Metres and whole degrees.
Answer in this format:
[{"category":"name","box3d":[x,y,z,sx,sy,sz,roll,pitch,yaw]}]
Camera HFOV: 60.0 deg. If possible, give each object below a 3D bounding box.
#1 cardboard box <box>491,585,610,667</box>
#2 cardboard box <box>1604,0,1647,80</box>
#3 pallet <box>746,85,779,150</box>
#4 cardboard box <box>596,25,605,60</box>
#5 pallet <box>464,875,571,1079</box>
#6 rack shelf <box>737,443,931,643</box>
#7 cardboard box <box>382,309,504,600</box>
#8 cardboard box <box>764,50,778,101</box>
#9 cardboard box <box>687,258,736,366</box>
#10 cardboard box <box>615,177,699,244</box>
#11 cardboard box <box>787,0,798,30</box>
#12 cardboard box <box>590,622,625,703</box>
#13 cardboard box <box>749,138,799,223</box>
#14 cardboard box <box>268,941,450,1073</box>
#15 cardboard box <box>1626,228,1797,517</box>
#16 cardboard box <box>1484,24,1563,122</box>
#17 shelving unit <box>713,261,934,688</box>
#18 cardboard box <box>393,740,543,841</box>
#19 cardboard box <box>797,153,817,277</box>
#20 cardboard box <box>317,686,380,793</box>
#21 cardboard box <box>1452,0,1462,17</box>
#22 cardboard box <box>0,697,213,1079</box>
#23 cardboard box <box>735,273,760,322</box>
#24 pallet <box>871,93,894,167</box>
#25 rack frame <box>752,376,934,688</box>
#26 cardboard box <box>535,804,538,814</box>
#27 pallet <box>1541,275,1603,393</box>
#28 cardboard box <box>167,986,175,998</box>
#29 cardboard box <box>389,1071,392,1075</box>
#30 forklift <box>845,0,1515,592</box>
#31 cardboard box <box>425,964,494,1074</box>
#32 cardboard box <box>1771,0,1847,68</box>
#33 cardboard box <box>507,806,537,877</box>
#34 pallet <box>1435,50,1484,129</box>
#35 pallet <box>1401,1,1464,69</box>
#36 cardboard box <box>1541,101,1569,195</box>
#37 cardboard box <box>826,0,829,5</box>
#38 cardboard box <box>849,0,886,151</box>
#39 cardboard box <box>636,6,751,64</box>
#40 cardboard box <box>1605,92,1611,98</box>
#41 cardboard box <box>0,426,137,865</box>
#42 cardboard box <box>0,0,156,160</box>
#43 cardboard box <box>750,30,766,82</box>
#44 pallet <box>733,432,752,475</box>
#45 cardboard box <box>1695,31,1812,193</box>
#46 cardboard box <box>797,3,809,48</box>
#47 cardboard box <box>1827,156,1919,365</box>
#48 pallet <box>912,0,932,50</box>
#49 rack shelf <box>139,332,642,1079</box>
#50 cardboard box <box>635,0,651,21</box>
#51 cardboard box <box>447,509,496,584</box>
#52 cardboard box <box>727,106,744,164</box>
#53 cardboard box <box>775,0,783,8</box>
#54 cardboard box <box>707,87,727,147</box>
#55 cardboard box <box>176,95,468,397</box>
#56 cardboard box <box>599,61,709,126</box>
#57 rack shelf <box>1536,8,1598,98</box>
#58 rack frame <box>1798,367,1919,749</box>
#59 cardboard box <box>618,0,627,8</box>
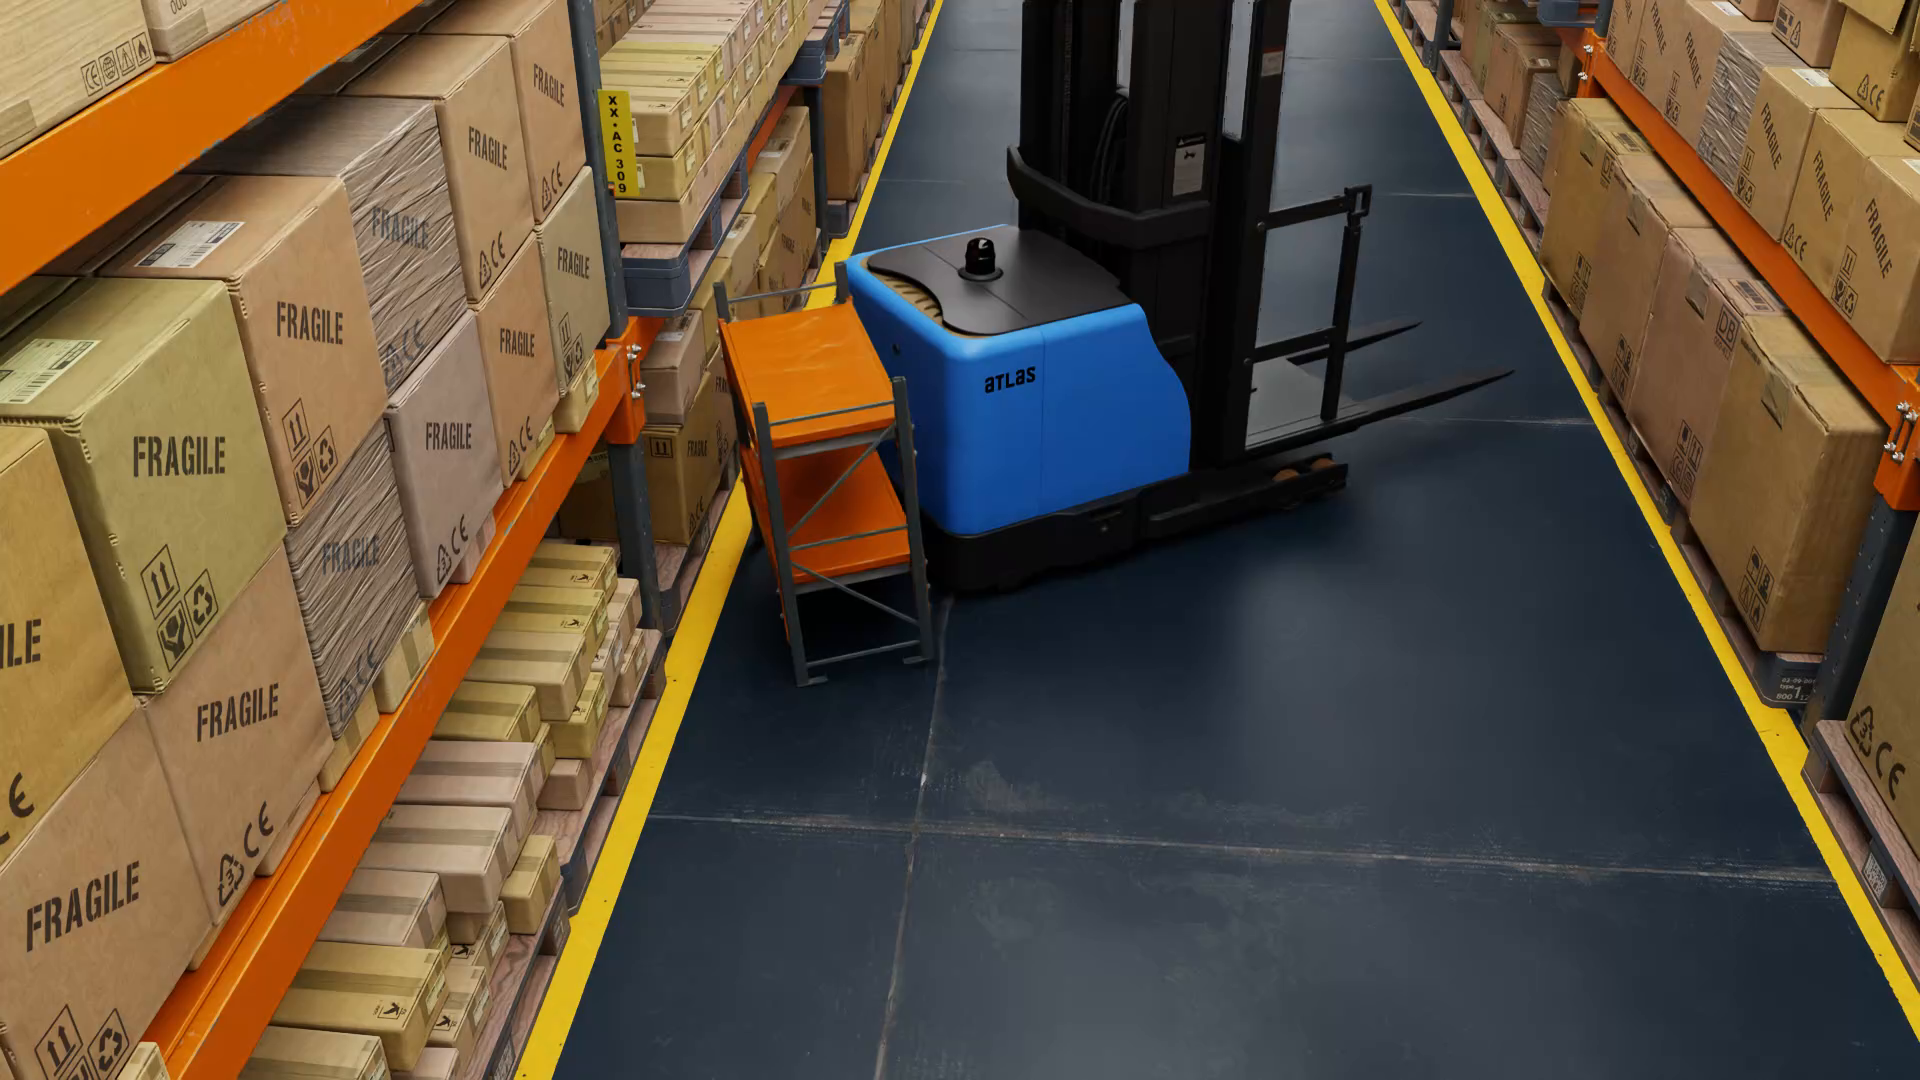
[{"category":"cardboard box","box3d":[-1.321,0.273,5.198,0.380,0.149,0.250,3,32,5]},{"category":"cardboard box","box3d":[3.380,-2.468,7.800,0.500,0.500,0.500,3,32,5]},{"category":"pallet","box3d":[-1.365,-1.814,7.017,1.003,0.211,1.213,2,32,4]},{"category":"cardboard box","box3d":[-1.631,-1.945,6.603,0.380,0.149,0.250,3,32,4]},{"category":"pallet","box3d":[-1.686,1.339,4.377,1.003,0.211,1.213,2,32,4]},{"category":"rack shelf","box3d":[-0.486,-0.057,6.197,0.538,0.278,1.000,-11,33,-10]},{"category":"cardboard box","box3d":[-1.413,-0.214,3.859,0.500,0.500,0.500,2,32,4]},{"category":"cardboard box","box3d":[-0.955,-1.914,6.835,0.380,0.149,0.250,1,32,2]},{"category":"cardboard box","box3d":[-1.206,-0.928,6.665,0.500,0.250,0.500,3,32,5]},{"category":"cardboard box","box3d":[-1.079,-1.099,5.513,0.380,0.149,0.250,1,32,2]},{"category":"cardboard box","box3d":[-0.913,-2.315,7.203,0.380,0.149,0.250,2,32,4]},{"category":"cardboard box","box3d":[-1.288,0.388,5.295,0.380,0.149,0.250,1,32,2]},{"category":"cardboard box","box3d":[-1.069,-1.733,7.970,0.500,0.250,0.500,3,32,5]},{"category":"cardboard box","box3d":[-1.427,1.084,3.882,0.380,0.149,0.250,3,32,5]},{"category":"cardboard box","box3d":[3.469,-0.653,6.576,1.225,0.875,0.875,1,32,2]},{"category":"cardboard box","box3d":[3.842,-3.021,10.757,0.700,0.500,0.500,0,32,0]},{"category":"shelving unit","box3d":[-0.504,-0.262,6.065,0.538,1.125,1.048,-11,33,-10]},{"category":"cardboard box","box3d":[-1.363,0.682,4.535,0.380,0.149,0.250,1,32,2]},{"category":"cardboard box","box3d":[-1.037,-1.692,8.618,0.500,0.500,0.500,2,32,4]},{"category":"cardboard box","box3d":[-1.466,0.384,3.507,0.380,0.149,0.250,4,32,6]},{"category":"cardboard box","box3d":[4.128,-4.381,12.983,0.500,0.500,0.500,13,34,19]},{"category":"cardboard box","box3d":[-1.566,0.578,2.575,0.500,0.500,0.500,3,32,4]},{"category":"cardboard box","box3d":[-1.175,-0.882,7.304,0.500,0.500,0.500,3,32,5]},{"category":"pallet","box3d":[-1.003,-2.791,11.077,1.003,0.211,1.213,2,32,4]},{"category":"rack frame","box3d":[-0.379,-0.005,5.645,0.500,1.125,0.032,-11,33,-10]},{"category":"cardboard box","box3d":[-1.467,0.819,4.878,0.380,0.149,0.250,2,32,3]},{"category":"pallet","box3d":[3.552,-1.072,8.288,1.003,0.211,1.213,2,32,4]},{"category":"cardboard box","box3d":[-1.603,0.788,2.852,0.380,0.149,0.250,4,32,6]},{"category":"cardboard box","box3d":[-1.550,1.208,3.965,0.380,0.149,0.250,4,32,7]},{"category":"forklift","box3d":[1.050,-1.600,6.553,3.031,2.935,1.130,-16,35,-25]},{"category":"cardboard box","box3d":[-1.421,1.216,4.235,0.380,0.149,0.250,2,32,4]},{"category":"cardboard box","box3d":[3.511,-2.064,6.189,0.797,0.503,0.637,3,32,6]},{"category":"cardboard box","box3d":[-1.412,0.790,4.643,0.380,0.149,0.250,3,32,5]},{"category":"pallet","box3d":[3.955,-3.165,11.685,1.003,0.211,1.213,2,32,4]},{"category":"pallet","box3d":[4.036,-3.925,12.918,1.003,0.211,1.213,2,32,4]},{"category":"cardboard box","box3d":[3.726,-2.142,9.330,0.700,0.500,0.500,1,32,1]},{"category":"cardboard box","box3d":[-0.826,-2.727,8.155,0.380,0.149,0.250,3,32,5]},{"category":"cardboard box","box3d":[-1.037,-2.925,10.382,1.050,0.750,0.750,3,32,5]},{"category":"cardboard box","box3d":[-0.996,-1.897,6.241,0.380,0.149,0.250,2,32,4]},{"category":"cardboard box","box3d":[3.716,-2.462,9.134,0.500,0.250,0.500,4,32,6]},{"category":"cardboard box","box3d":[-1.560,0.168,2.286,0.500,0.500,0.500,3,32,5]},{"category":"cardboard box","box3d":[-1.528,-0.731,2.361,0.500,0.250,0.500,1,32,2]},{"category":"cardboard box","box3d":[-0.978,-1.912,6.549,0.380,0.149,0.250,2,32,3]},{"category":"pallet","box3d":[-1.411,-0.701,7.686,1.003,0.211,1.213,2,32,4]},{"category":"cardboard box","box3d":[3.260,-1.669,6.503,0.500,0.500,0.500,3,32,4]},{"category":"cardboard box","box3d":[-0.893,-2.332,7.515,0.380,0.149,0.250,2,32,3]},{"category":"cardboard box","box3d":[3.131,-0.875,5.215,0.500,0.500,0.500,3,32,4]},{"category":"pallet","box3d":[-0.779,-4.231,13.415,1.003,0.211,1.213,2,32,4]},{"category":"rack shelf","box3d":[-1.733,0.511,3.747,1.077,0.370,4.000,2,32,4]},{"category":"cardboard box","box3d":[-1.564,-2.343,7.248,0.380,0.149,0.250,3,32,4]},{"category":"cardboard box","box3d":[-1.391,-0.021,4.164,0.380,0.149,0.250,1,32,2]},{"category":"cardboard box","box3d":[-1.017,-1.506,6.174,0.380,0.149,0.250,3,32,4]},{"category":"cardboard box","box3d":[-0.935,-2.306,6.904,0.380,0.149,0.250,4,32,6]},{"category":"cardboard box","box3d":[-1.040,-1.496,5.874,0.380,0.149,0.250,3,32,5]},{"category":"cardboard box","box3d":[-1.431,-0.641,3.599,0.500,0.500,0.500,3,32,5]},{"category":"cardboard box","box3d":[-1.063,-1.498,5.594,0.380,0.149,0.250,3,32,5]},{"category":"rack shelf","box3d":[3.854,-3.407,10.105,1.077,0.370,4.000,2,32,4]},{"category":"rack frame","box3d":[3.365,-0.576,4.826,1.000,3.000,0.127,2,32,4]},{"category":"cardboard box","box3d":[-1.580,-2.337,6.955,0.380,0.149,0.250,3,32,5]}]
